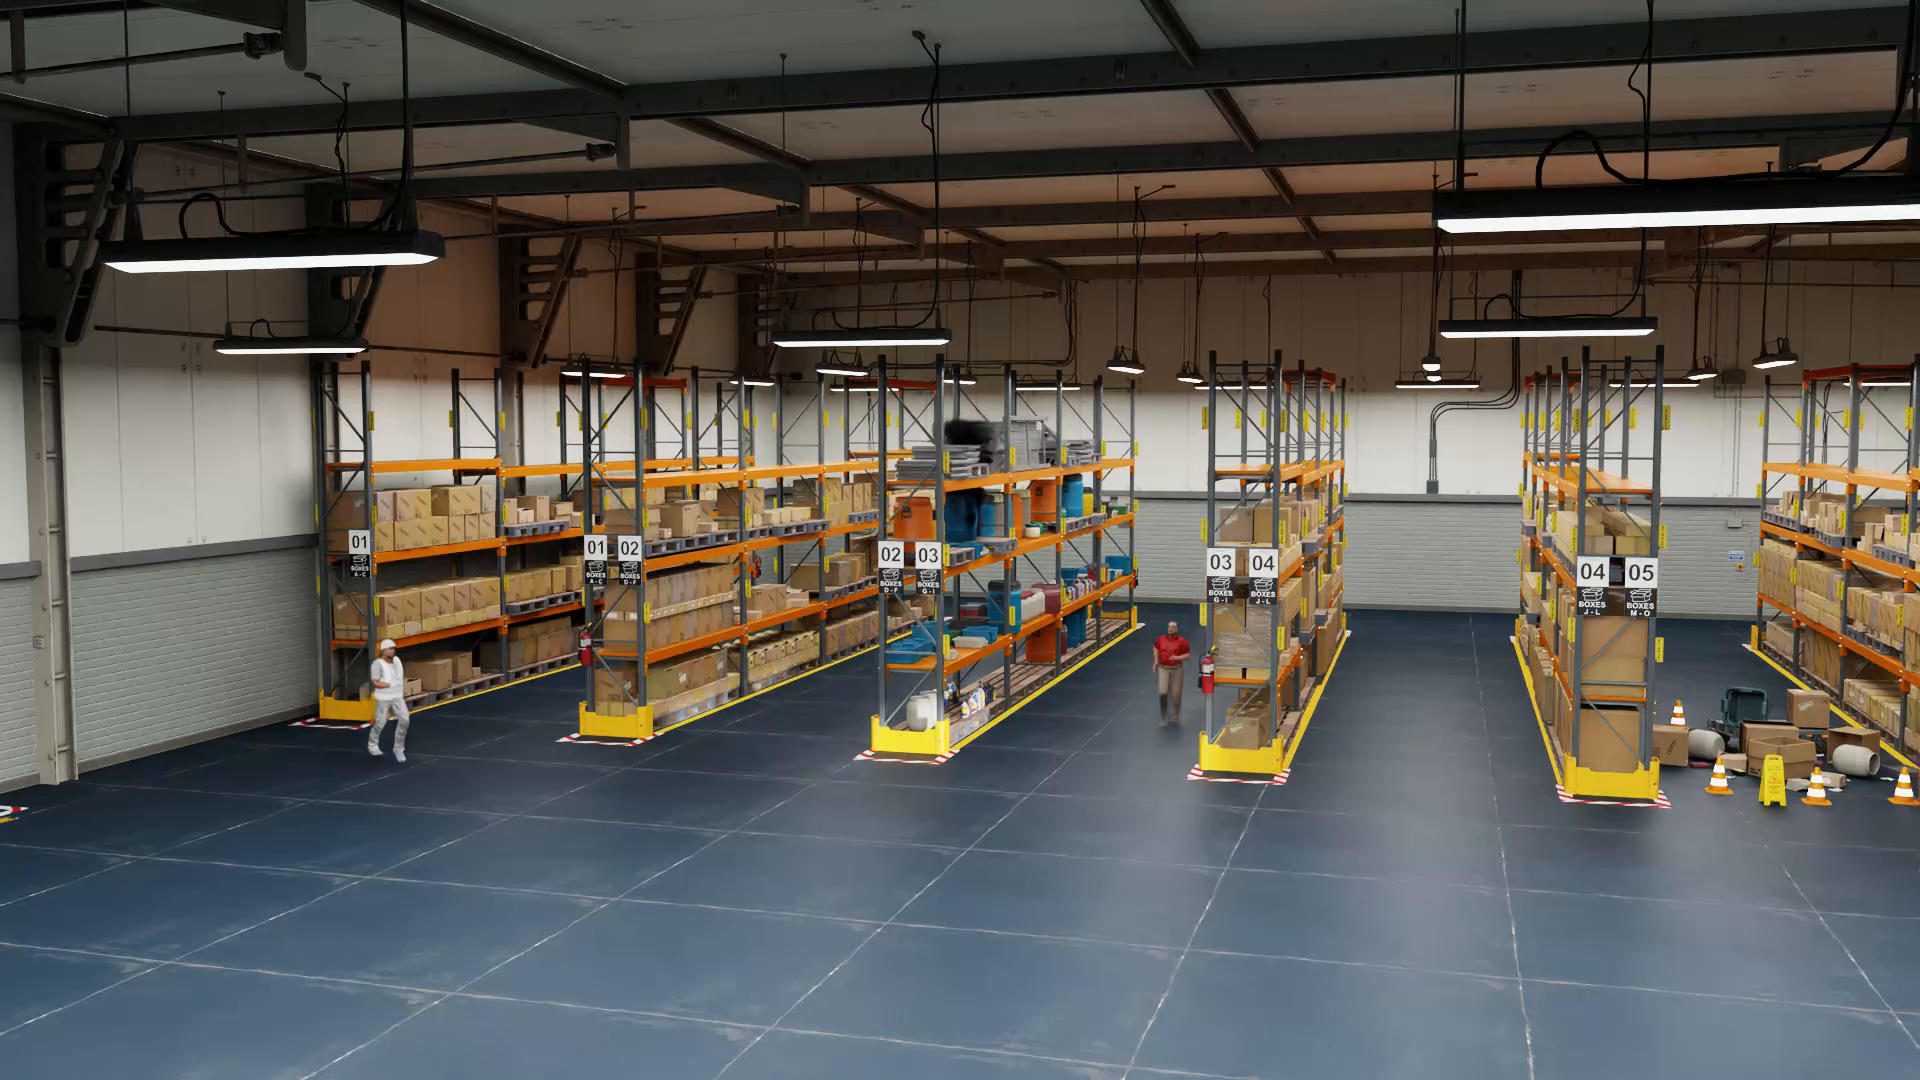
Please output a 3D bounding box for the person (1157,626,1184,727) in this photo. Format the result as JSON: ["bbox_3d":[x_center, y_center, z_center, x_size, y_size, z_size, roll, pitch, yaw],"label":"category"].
[{"bbox_3d":[3.463,2.241,27.311,0.415,1.695,0.657,1,4,11],"label":"person"}]

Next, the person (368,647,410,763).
[{"bbox_3d":[-8.395,2.386,24.453,0.856,1.799,0.641,3,5,36],"label":"person"}]
